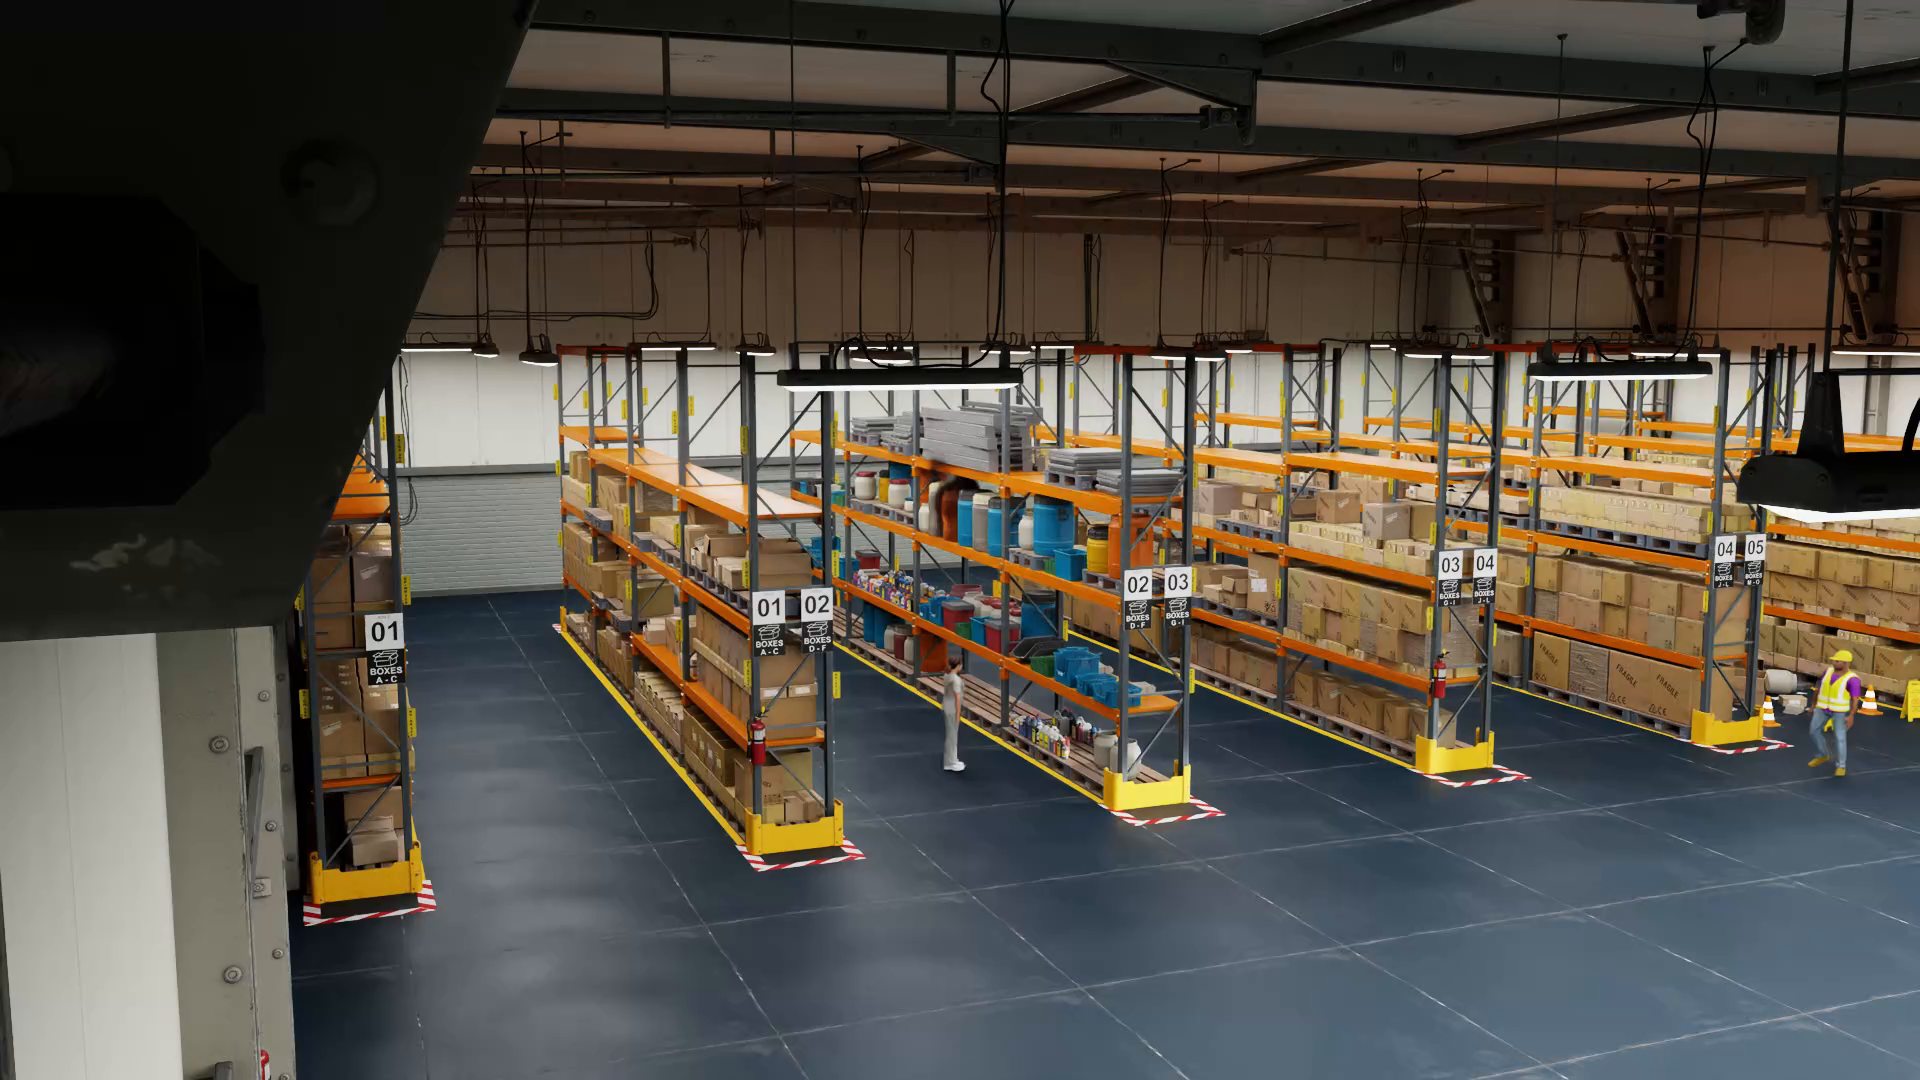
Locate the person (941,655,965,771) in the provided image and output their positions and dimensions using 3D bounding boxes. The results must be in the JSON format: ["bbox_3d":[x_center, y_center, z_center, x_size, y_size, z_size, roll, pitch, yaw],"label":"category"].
[{"bbox_3d":[-0.070,2.478,23.877,0.368,1.682,0.477,-2,8,-18],"label":"person"}]

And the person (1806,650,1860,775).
[{"bbox_3d":[12.445,2.449,23.728,0.666,1.788,0.471,7,10,43],"label":"person"}]

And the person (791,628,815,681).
[{"bbox_3d":[-2.848,1.718,29.932,0.498,1.629,0.881,-4,8,-26],"label":"person"}]

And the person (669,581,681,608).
[{"bbox_3d":[-6.115,0.949,35.468,0.591,1.748,0.808,-7,10,-43],"label":"person"}]
